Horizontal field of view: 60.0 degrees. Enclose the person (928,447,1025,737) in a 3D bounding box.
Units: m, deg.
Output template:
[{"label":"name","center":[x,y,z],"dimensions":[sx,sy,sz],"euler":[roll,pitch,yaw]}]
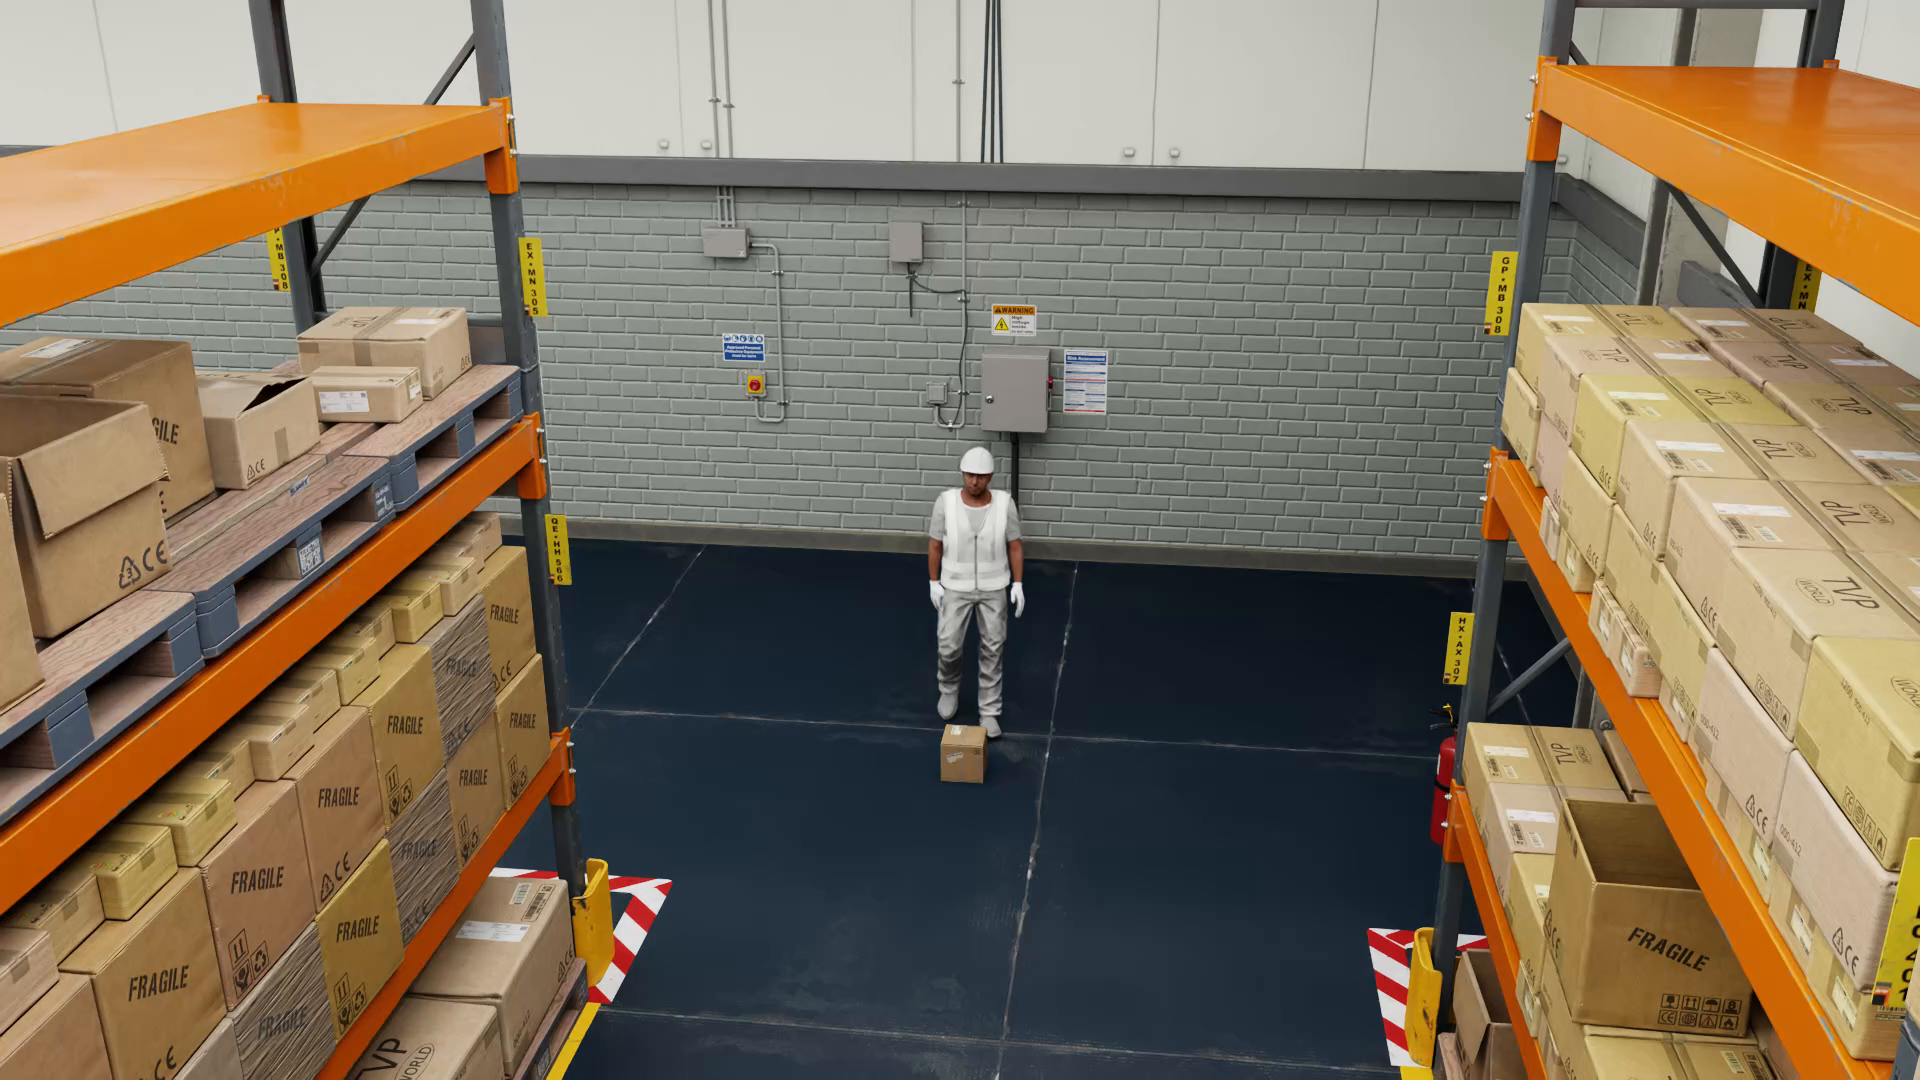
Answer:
[{"label":"person","center":[0.102,0.318,10.175],"dimensions":[0.580,1.781,0.572],"euler":[-1,21,-4]}]
